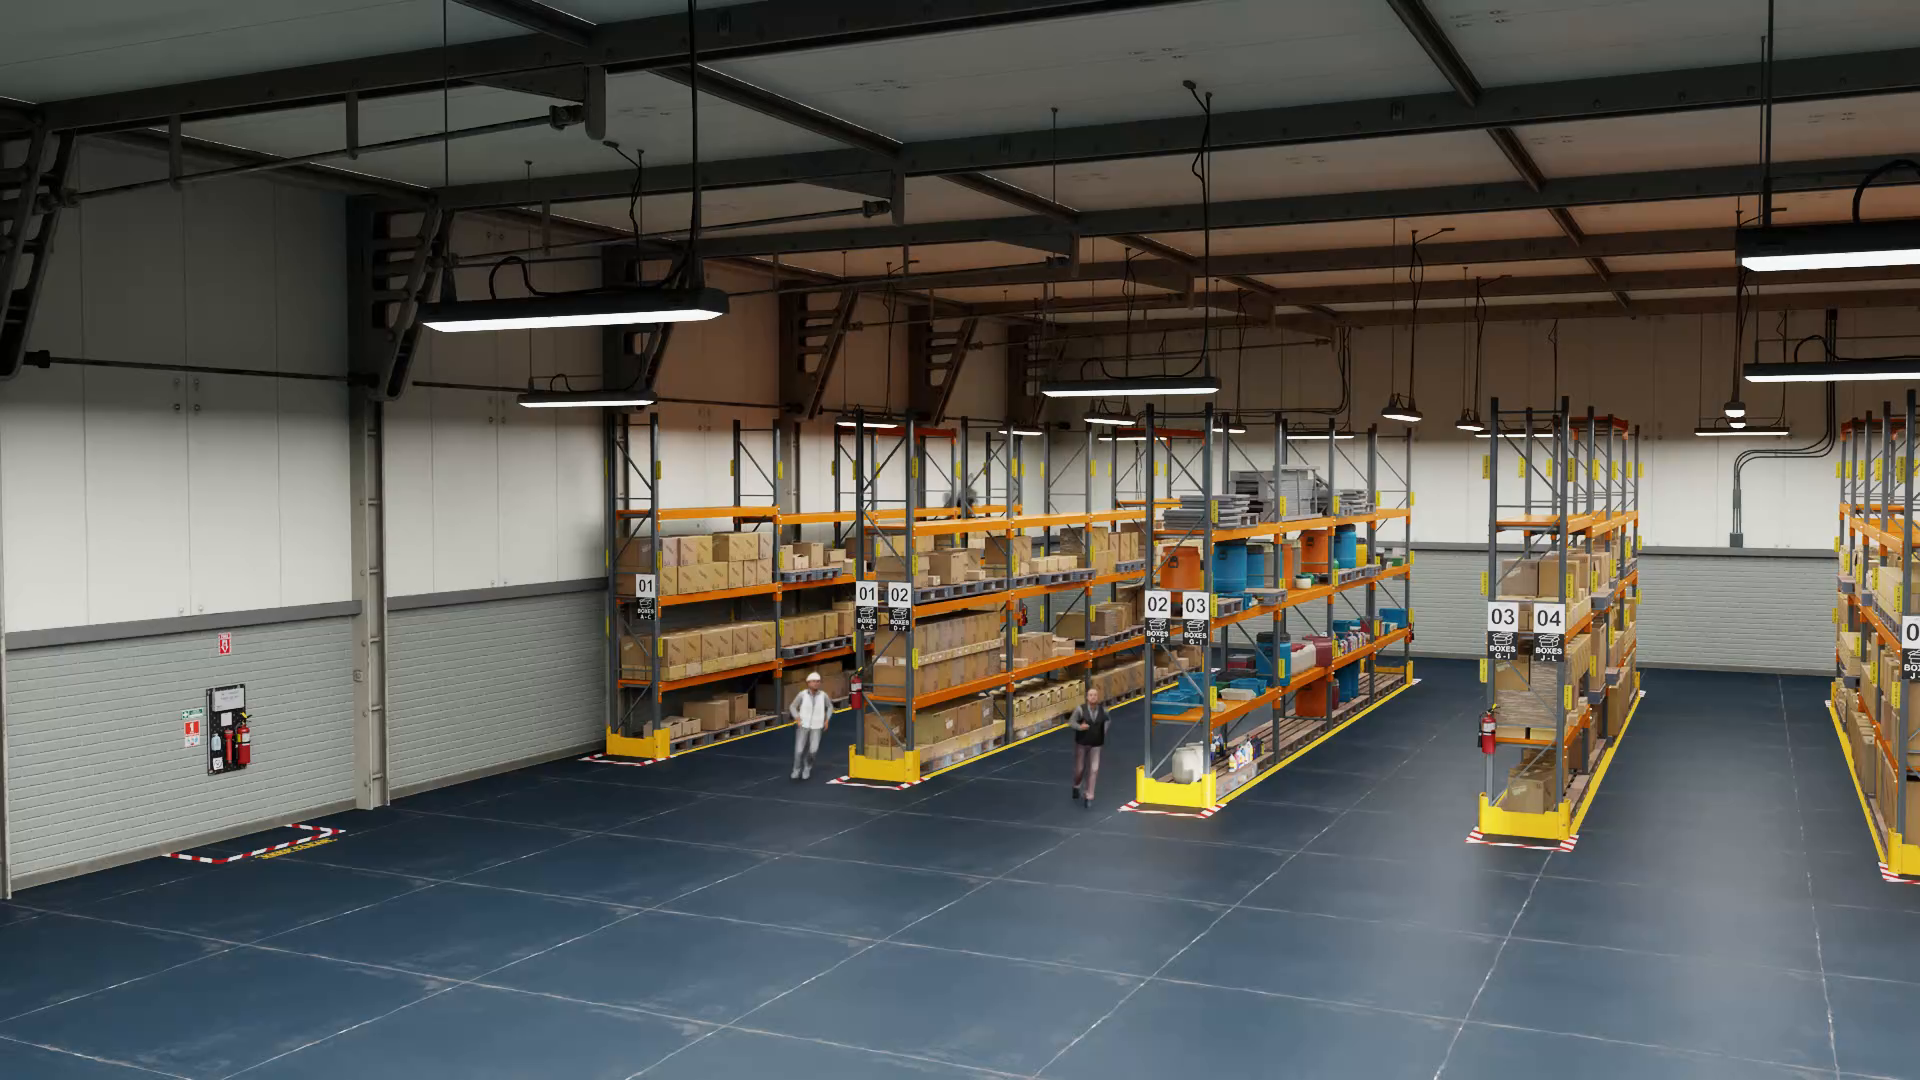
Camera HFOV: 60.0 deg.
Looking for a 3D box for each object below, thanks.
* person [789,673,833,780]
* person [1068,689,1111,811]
[{"bbox_3d":[-2.398,3.008,26.850,0.715,1.729,0.611,0,2,-7],"label":"person"},{"bbox_3d":[1.940,3.096,24.851,0.665,1.756,0.855,0,2,-2],"label":"person"}]
